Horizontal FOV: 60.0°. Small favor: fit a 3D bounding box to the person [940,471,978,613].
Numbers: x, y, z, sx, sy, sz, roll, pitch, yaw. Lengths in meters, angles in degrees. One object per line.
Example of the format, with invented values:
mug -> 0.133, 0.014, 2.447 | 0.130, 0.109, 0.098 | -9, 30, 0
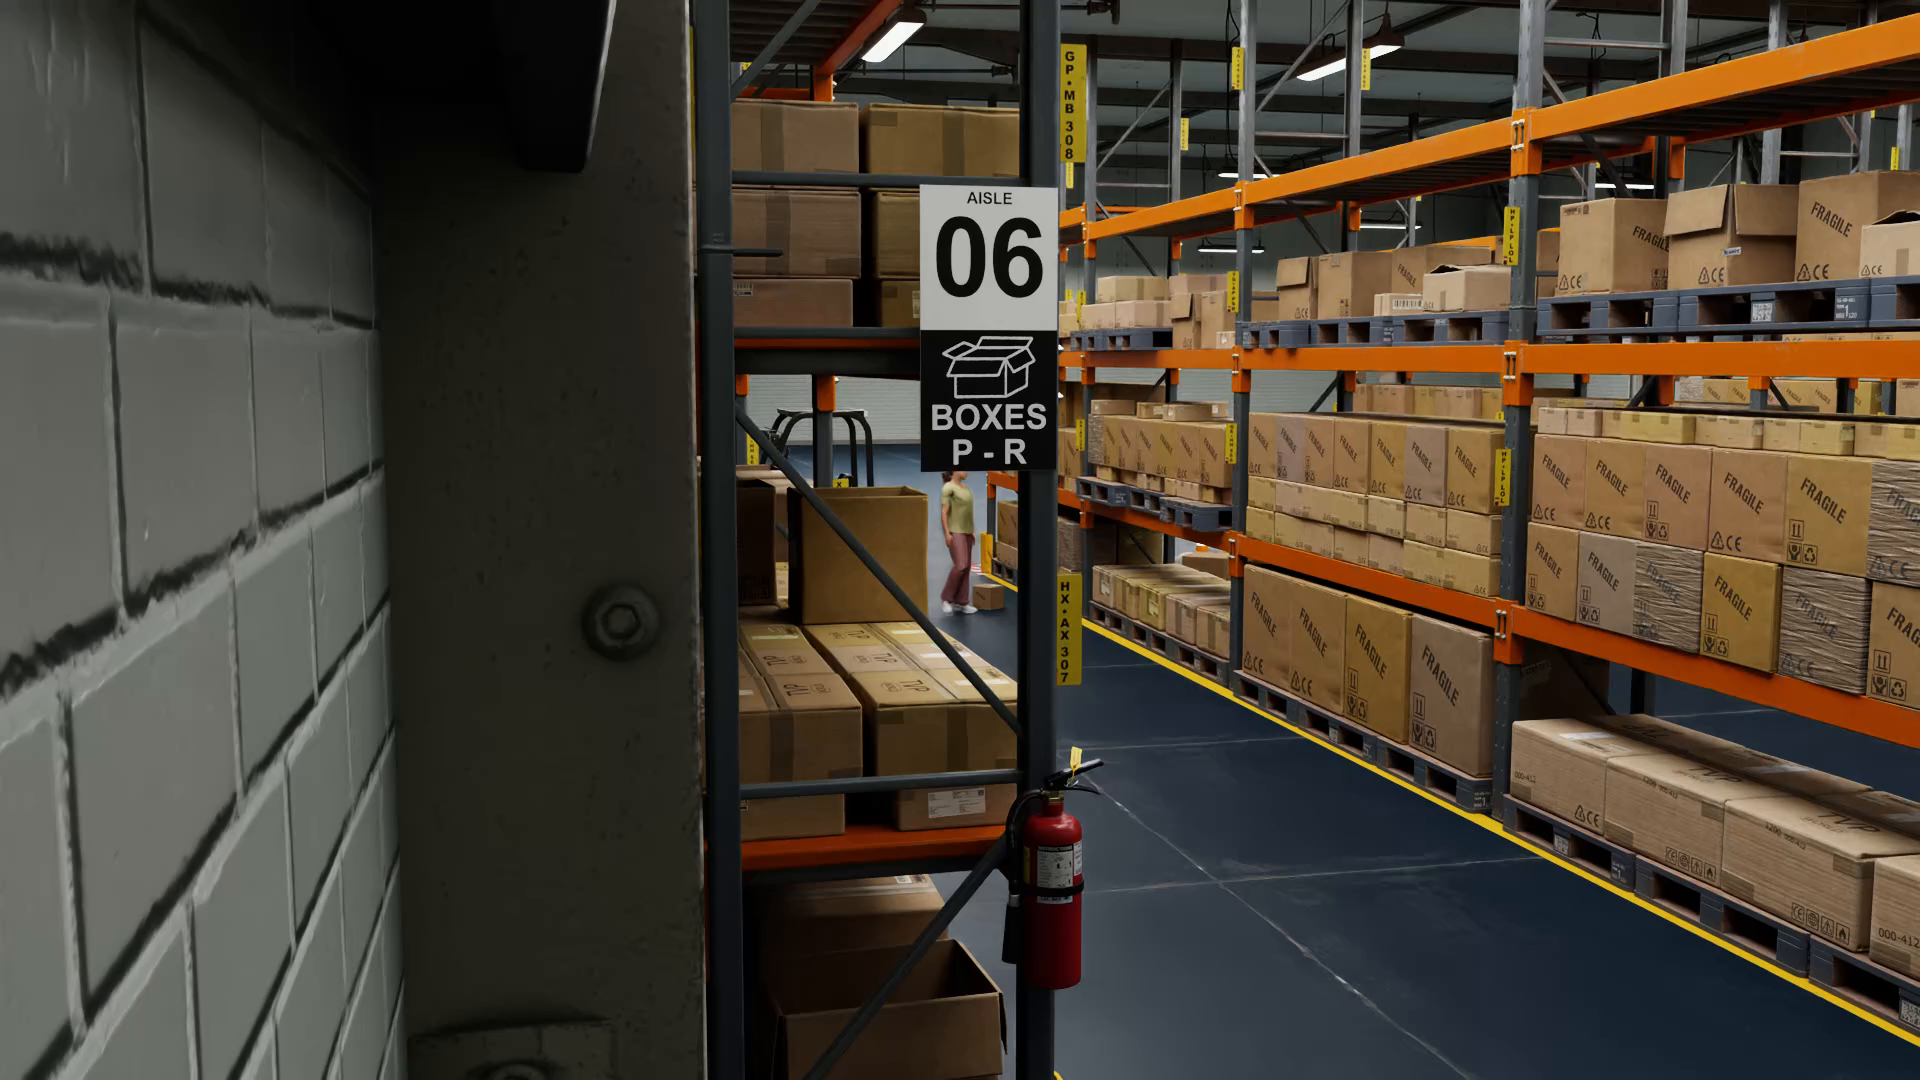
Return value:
person -> -0.015, -0.046, 17.815 | 0.401, 1.680, 0.521 | 4, 7, 34
